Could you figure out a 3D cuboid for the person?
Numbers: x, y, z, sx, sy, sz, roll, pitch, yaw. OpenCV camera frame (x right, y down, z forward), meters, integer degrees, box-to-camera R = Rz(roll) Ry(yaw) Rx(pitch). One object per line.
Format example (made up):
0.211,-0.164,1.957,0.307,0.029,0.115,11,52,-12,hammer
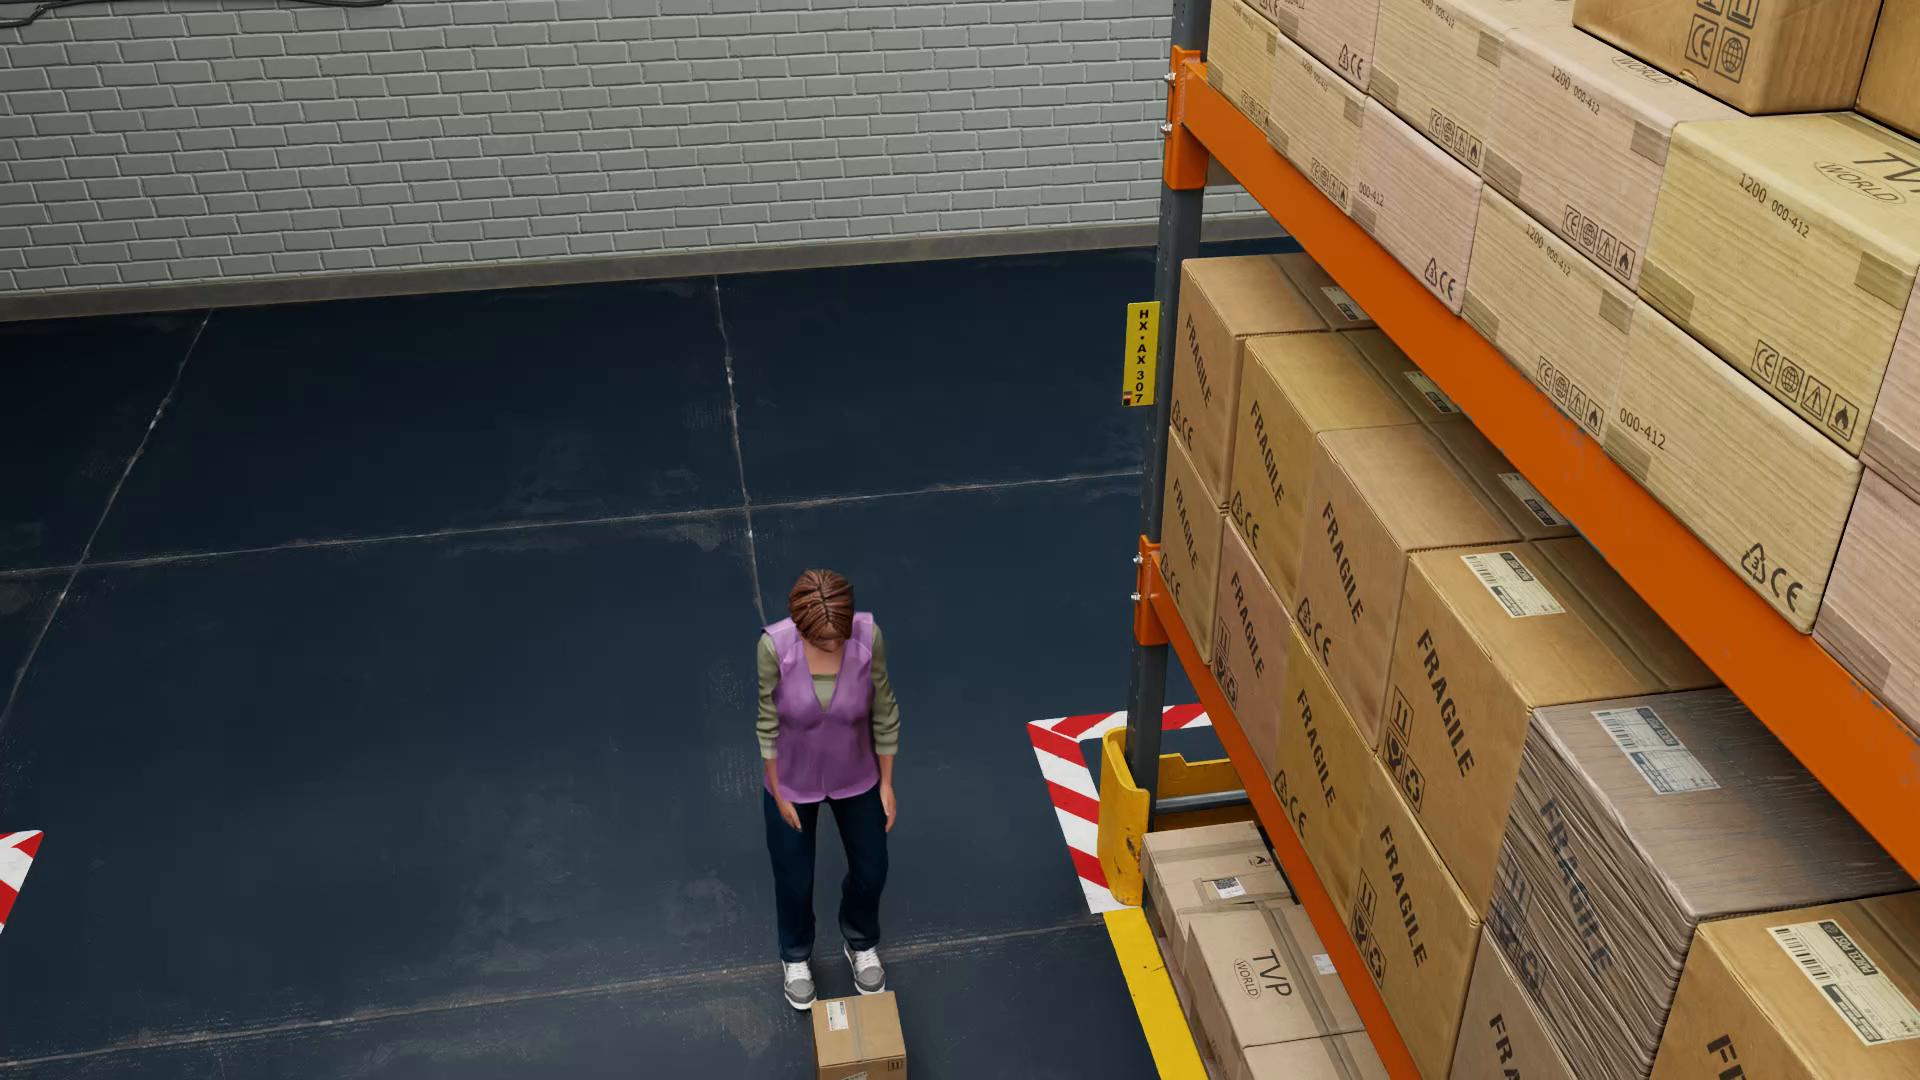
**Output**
-0.385,0.737,4.969,0.420,1.556,0.354,-7,32,-11,person
